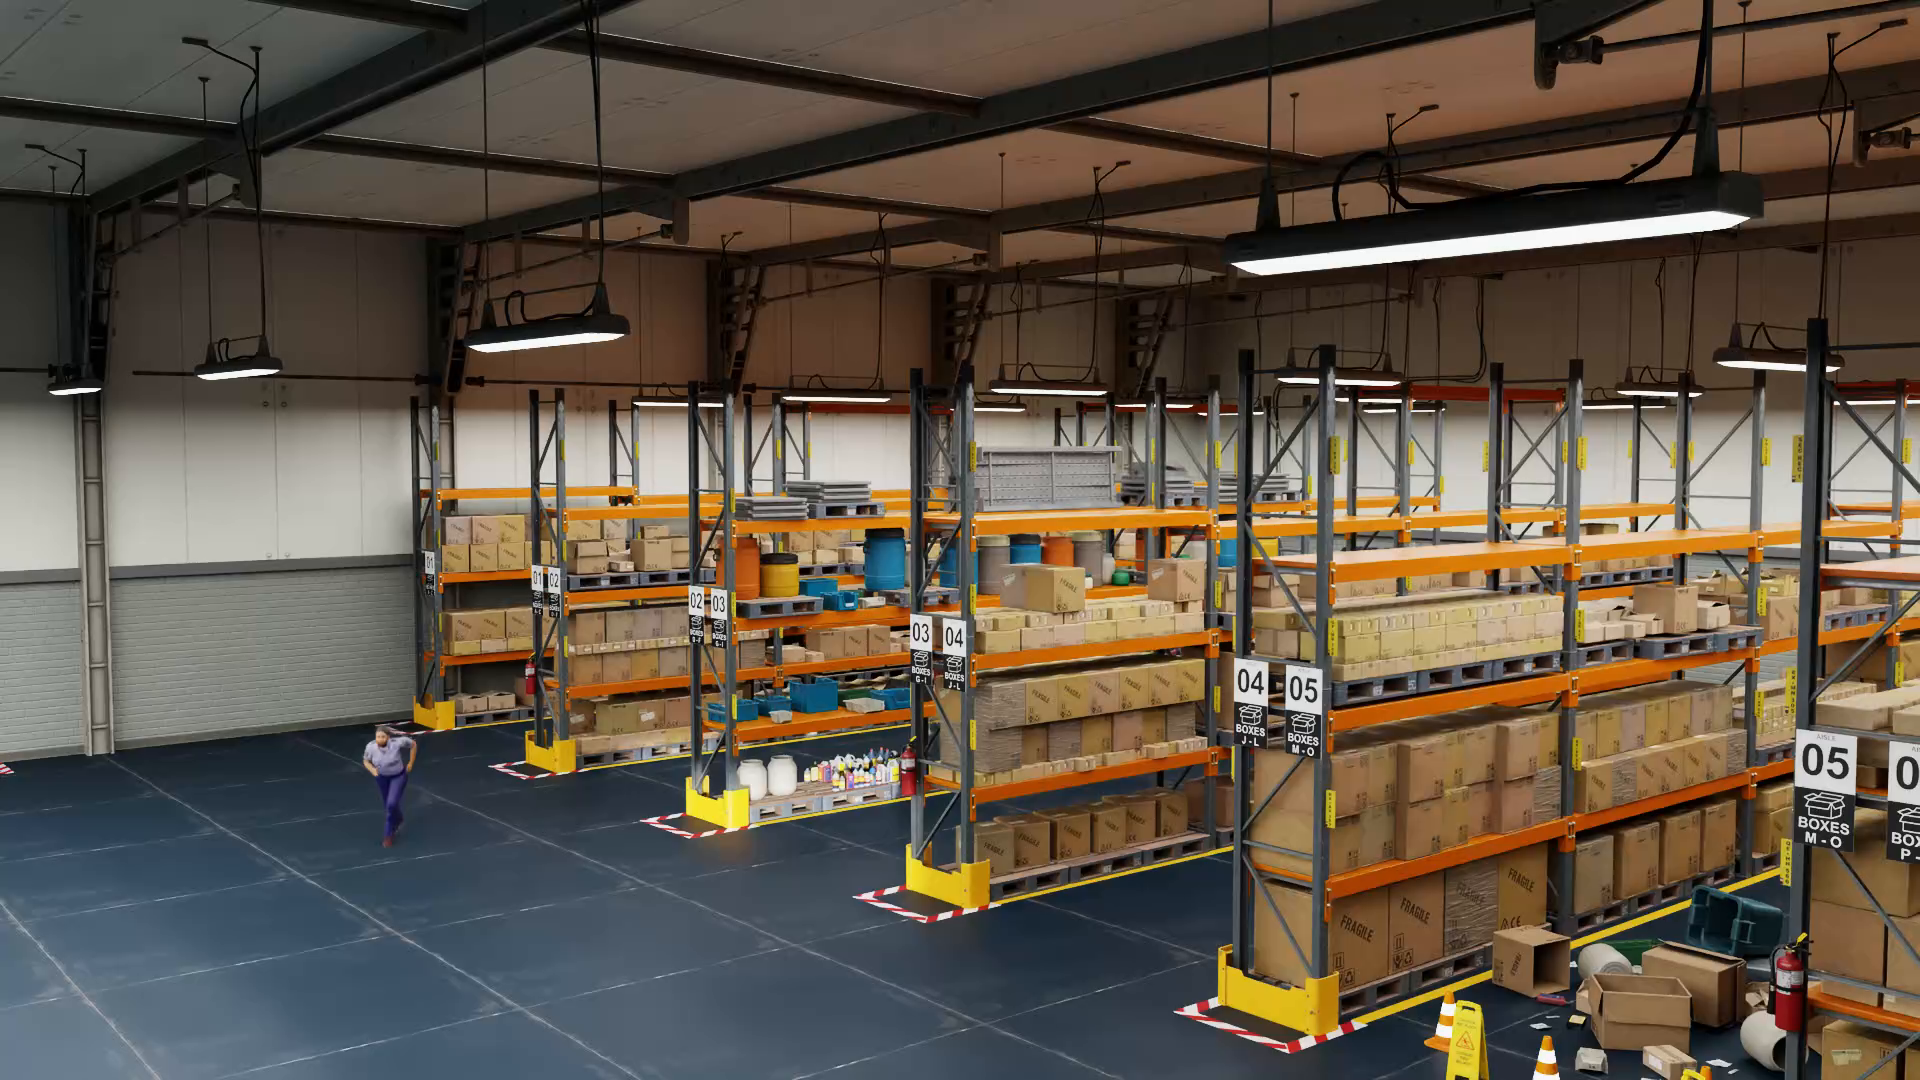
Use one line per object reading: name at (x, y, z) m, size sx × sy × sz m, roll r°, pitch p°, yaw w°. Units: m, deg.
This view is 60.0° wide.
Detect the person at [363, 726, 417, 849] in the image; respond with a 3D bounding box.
person at (-7.345, 3.145, 21.537) m, size 0.649 × 1.612 × 0.956 m, roll 0°, pitch 3°, yaw -4°

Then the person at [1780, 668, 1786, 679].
person at (12.487, 2.810, 25.061) m, size 1.005 × 1.791 × 0.719 m, roll -3°, pitch 4°, yaw -38°

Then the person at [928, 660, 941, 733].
person at (-0.406, 2.621, 27.457) m, size 1.004 × 1.770 × 0.660 m, roll -3°, pitch 4°, yaw -38°
